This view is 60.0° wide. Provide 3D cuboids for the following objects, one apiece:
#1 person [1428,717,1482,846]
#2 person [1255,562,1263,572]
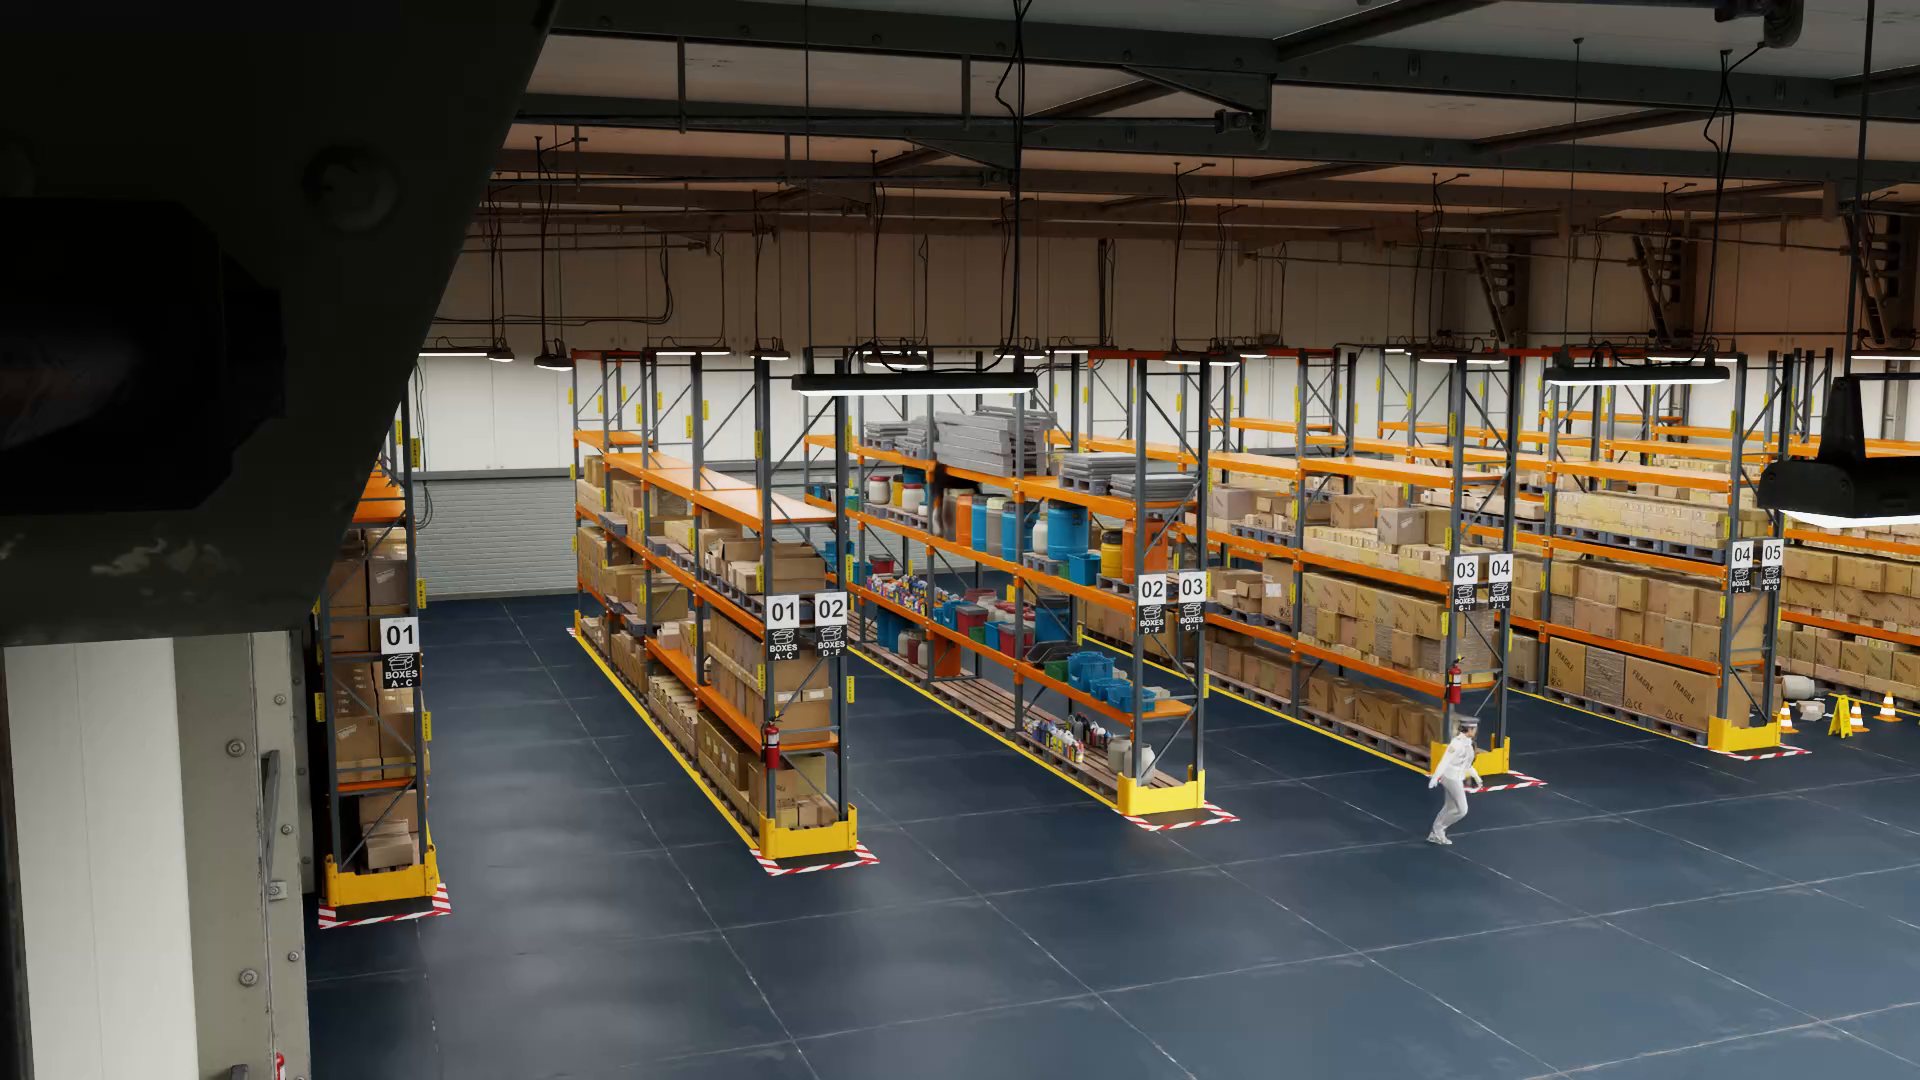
[{"bbox_3d":[6.130,2.982,20.588,0.580,1.625,0.624,4,8,29],"label":"person"},{"bbox_3d":[7.847,0.287,42.118,0.776,1.668,0.497,-4,8,-26],"label":"person"}]
